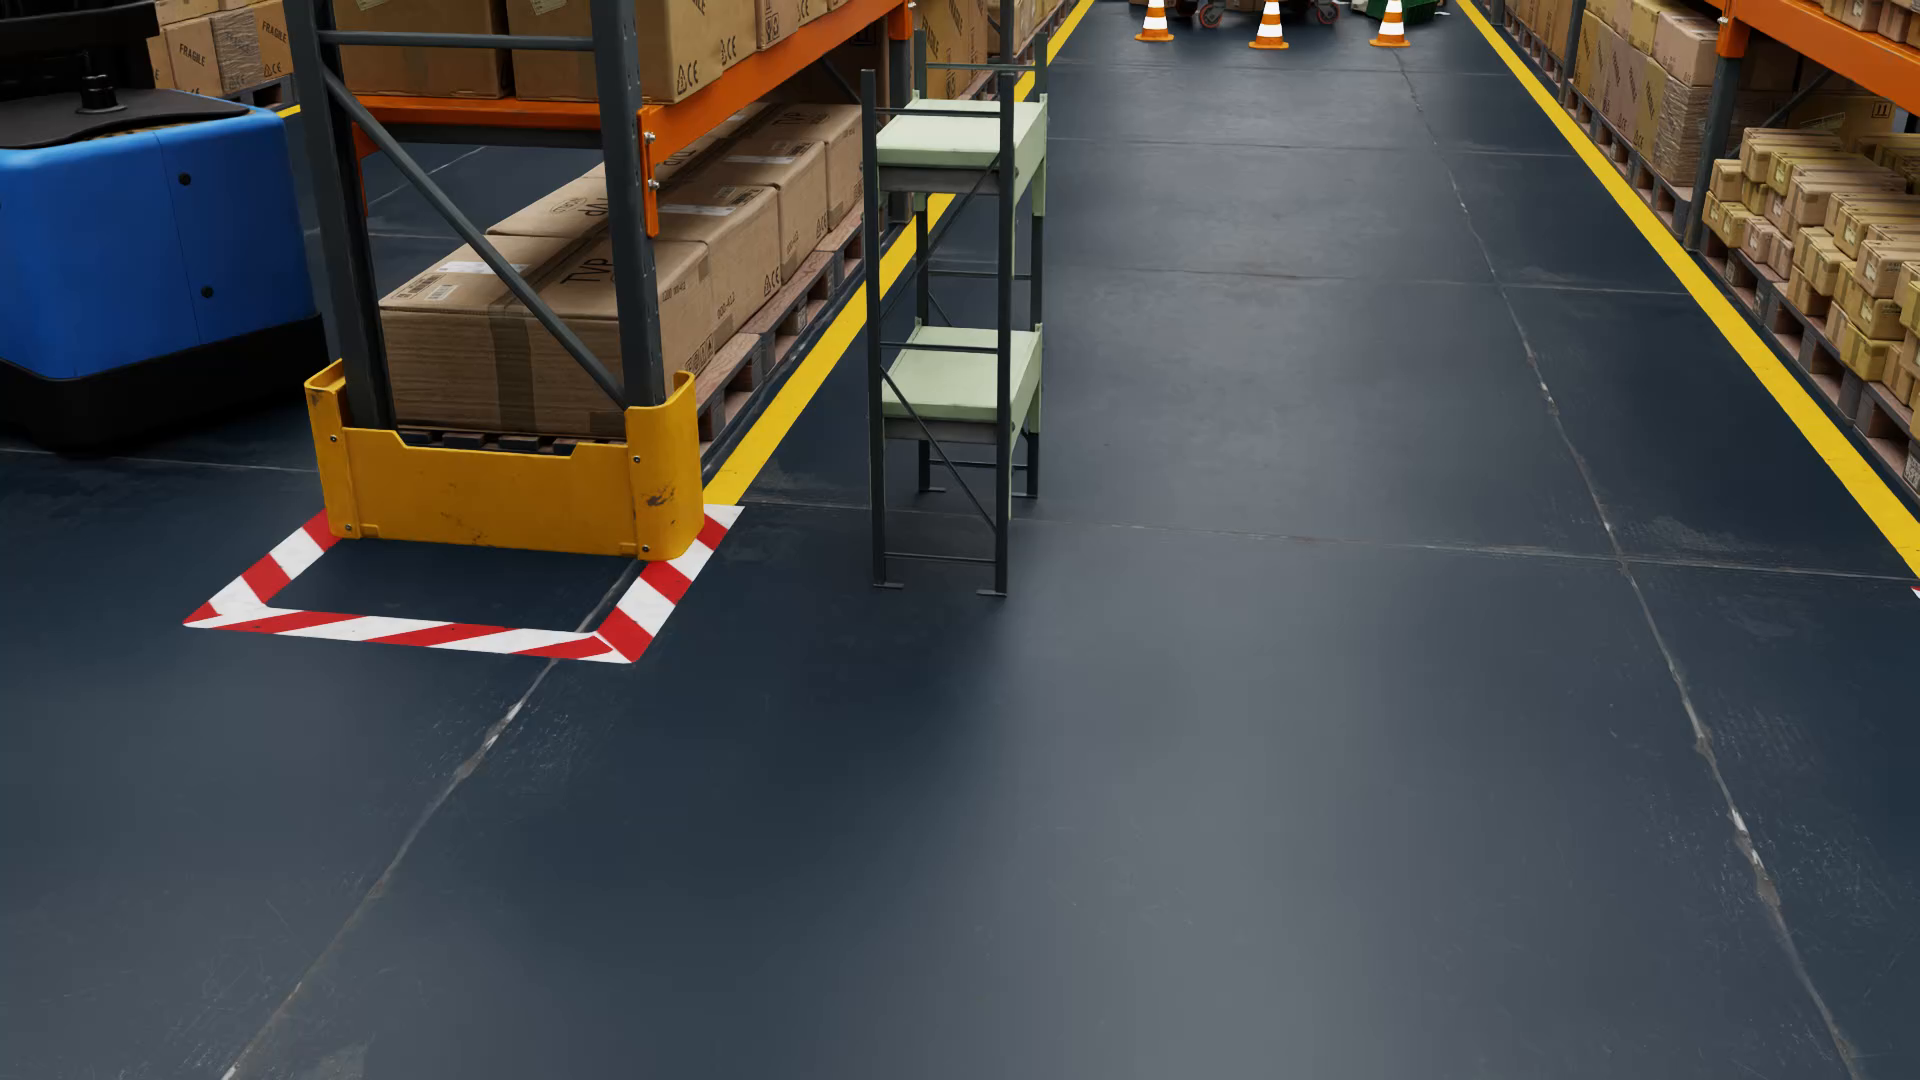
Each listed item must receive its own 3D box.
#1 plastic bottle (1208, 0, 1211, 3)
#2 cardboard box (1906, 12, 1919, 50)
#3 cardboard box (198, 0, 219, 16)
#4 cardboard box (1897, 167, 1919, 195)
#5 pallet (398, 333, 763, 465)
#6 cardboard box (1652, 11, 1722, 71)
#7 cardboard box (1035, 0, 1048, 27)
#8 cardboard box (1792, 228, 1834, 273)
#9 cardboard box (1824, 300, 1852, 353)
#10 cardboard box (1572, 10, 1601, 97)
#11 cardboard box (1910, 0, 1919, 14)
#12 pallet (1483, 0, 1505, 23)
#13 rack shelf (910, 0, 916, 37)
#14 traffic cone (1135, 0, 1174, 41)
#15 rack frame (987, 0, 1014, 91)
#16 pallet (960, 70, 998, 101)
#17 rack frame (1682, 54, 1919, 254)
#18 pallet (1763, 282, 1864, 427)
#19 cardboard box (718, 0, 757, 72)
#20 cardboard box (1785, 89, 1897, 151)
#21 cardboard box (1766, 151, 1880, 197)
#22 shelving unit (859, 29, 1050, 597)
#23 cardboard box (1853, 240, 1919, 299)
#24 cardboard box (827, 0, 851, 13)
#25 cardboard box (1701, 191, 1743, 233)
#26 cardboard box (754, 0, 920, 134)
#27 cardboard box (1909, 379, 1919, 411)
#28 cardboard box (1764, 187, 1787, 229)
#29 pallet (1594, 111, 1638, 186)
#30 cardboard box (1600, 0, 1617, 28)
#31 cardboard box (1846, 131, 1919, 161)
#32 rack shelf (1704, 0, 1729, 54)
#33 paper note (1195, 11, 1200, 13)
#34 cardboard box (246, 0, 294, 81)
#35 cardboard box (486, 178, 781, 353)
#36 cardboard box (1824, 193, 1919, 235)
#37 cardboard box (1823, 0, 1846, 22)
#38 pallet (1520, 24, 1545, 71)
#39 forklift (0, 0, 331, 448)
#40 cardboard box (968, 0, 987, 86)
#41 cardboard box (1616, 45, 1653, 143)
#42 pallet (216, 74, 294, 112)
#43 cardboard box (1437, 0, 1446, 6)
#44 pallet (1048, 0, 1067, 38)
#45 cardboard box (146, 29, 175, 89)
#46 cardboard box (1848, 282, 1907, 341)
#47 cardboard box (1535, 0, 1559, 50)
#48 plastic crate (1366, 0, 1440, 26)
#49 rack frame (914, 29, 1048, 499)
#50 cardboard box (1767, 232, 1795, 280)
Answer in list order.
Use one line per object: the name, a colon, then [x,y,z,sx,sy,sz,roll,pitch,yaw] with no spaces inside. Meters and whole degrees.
plastic bottle: [2.609,-5.508,16.946,0.133,0.061,0.283,8,26,18]
cardboard box: [3.586,-1.797,5.847,0.380,0.149,0.250,4,25,9]
cardboard box: [-5.169,-3.575,11.037,0.380,0.149,0.250,4,25,9]
cardboard box: [4.183,-1.467,7.012,0.380,0.149,0.250,5,26,10]
pallet: [-1.360,-0.488,6.043,1.003,0.211,1.213,4,25,9]
cardboard box: [4.110,-2.724,9.099,0.500,0.250,0.500,5,26,11]
cardboard box: [0.238,-4.618,14.182,0.950,0.372,0.625,5,26,10]
cardboard box: [3.589,-1.144,6.671,0.380,0.149,0.250,4,25,8]
cardboard box: [3.509,-0.791,6.269,0.380,0.149,0.250,5,25,10]
cardboard box: [4.427,-3.236,11.078,0.500,0.500,0.500,3,25,6]
cardboard box: [3.469,-1.924,5.352,0.500,0.500,0.500,4,25,9]
pallet: [5.649,-5.179,16.064,1.003,0.211,1.213,4,25,9]
rack shelf: [-0.433,-3.594,10.239,1.077,0.370,4.000,4,25,9]
traffic cone: [1.726,-4.665,14.670,0.336,0.463,0.334,4,25,9]
rack frame: [-0.106,-4.757,11.874,1.000,3.000,0.127,4,25,9]
pallet: [-0.309,-3.169,11.772,1.003,0.211,1.213,4,25,9]
rack frame: [4.140,-2.783,7.657,1.000,3.000,0.127,4,25,9]
pallet: [3.868,-0.725,6.550,1.003,0.211,1.213,4,25,9]
cardboard box: [-0.996,-1.850,5.547,0.500,0.500,0.500,4,25,8]
cardboard box: [4.523,-2.132,8.719,0.500,0.500,0.500,5,26,11]
cardboard box: [3.783,-1.601,7.299,0.380,0.149,0.250,4,25,8]
shelving unit: [0.001,-0.682,4.938,0.431,1.500,0.755,4,25,9]
cardboard box: [3.432,-0.956,5.919,0.380,0.149,0.250,5,26,10]
cardboard box: [-0.730,-2.490,6.914,0.500,0.500,0.500,4,25,8]
cardboard box: [3.764,-1.552,7.895,0.380,0.149,0.250,3,25,6]
cardboard box: [-0.737,-2.576,9.227,0.875,0.875,0.875,5,26,10]
cardboard box: [3.437,-0.463,5.568,0.380,0.149,0.250,4,25,8]
cardboard box: [3.808,-1.471,7.371,0.380,0.149,0.250,4,25,8]
pallet: [4.463,-2.357,10.038,1.003,0.211,1.213,4,25,9]
cardboard box: [4.360,-3.370,10.480,0.500,0.250,0.500,4,25,8]
cardboard box: [4.339,-1.785,7.690,0.380,0.149,0.250,5,25,10]
rack shelf: [4.467,-3.294,9.597,1.077,0.370,4.000,4,25,9]
paper note: [2.318,-5.188,16.298,0.148,0.019,0.142,4,25,9]
cardboard box: [-5.036,-3.538,11.723,0.500,0.500,0.500,5,26,11]
cardboard box: [-1.263,-1.107,6.603,0.875,0.438,0.875,5,25,10]
cardboard box: [3.678,-1.270,6.591,0.380,0.149,0.250,3,25,6]
cardboard box: [3.655,-2.131,6.560,0.380,0.149,0.250,4,25,9]
pallet: [5.199,-4.026,13.603,1.003,0.211,1.213,4,25,9]
forklift: [-3.918,-2.146,6.377,3.031,2.935,1.130,19,31,34]
cardboard box: [-0.301,-3.701,11.630,0.875,0.875,0.875,4,25,8]
cardboard box: [4.185,-2.597,9.713,0.500,0.500,0.500,3,25,7]
pallet: [-5.364,-3.018,11.448,1.003,0.211,1.213,4,25,9]
cardboard box: [4.689,-5.718,16.874,0.500,0.500,0.500,8,26,18]
pallet: [0.422,-4.841,15.343,1.003,0.211,1.213,4,25,9]
cardboard box: [-5.279,-2.894,10.348,0.500,0.500,0.500,4,25,8]
cardboard box: [3.446,-0.819,5.978,0.380,0.149,0.250,4,25,9]
cardboard box: [5.122,-4.242,12.932,1.050,0.750,0.750,4,25,9]
plastic crate: [4.184,-5.045,15.739,0.450,0.188,0.662,29,36,30]
rack frame: [0.061,-0.835,5.265,0.400,1.500,0.023,4,25,9]
cardboard box: [3.739,-1.223,7.193,0.380,0.149,0.250,4,25,7]
